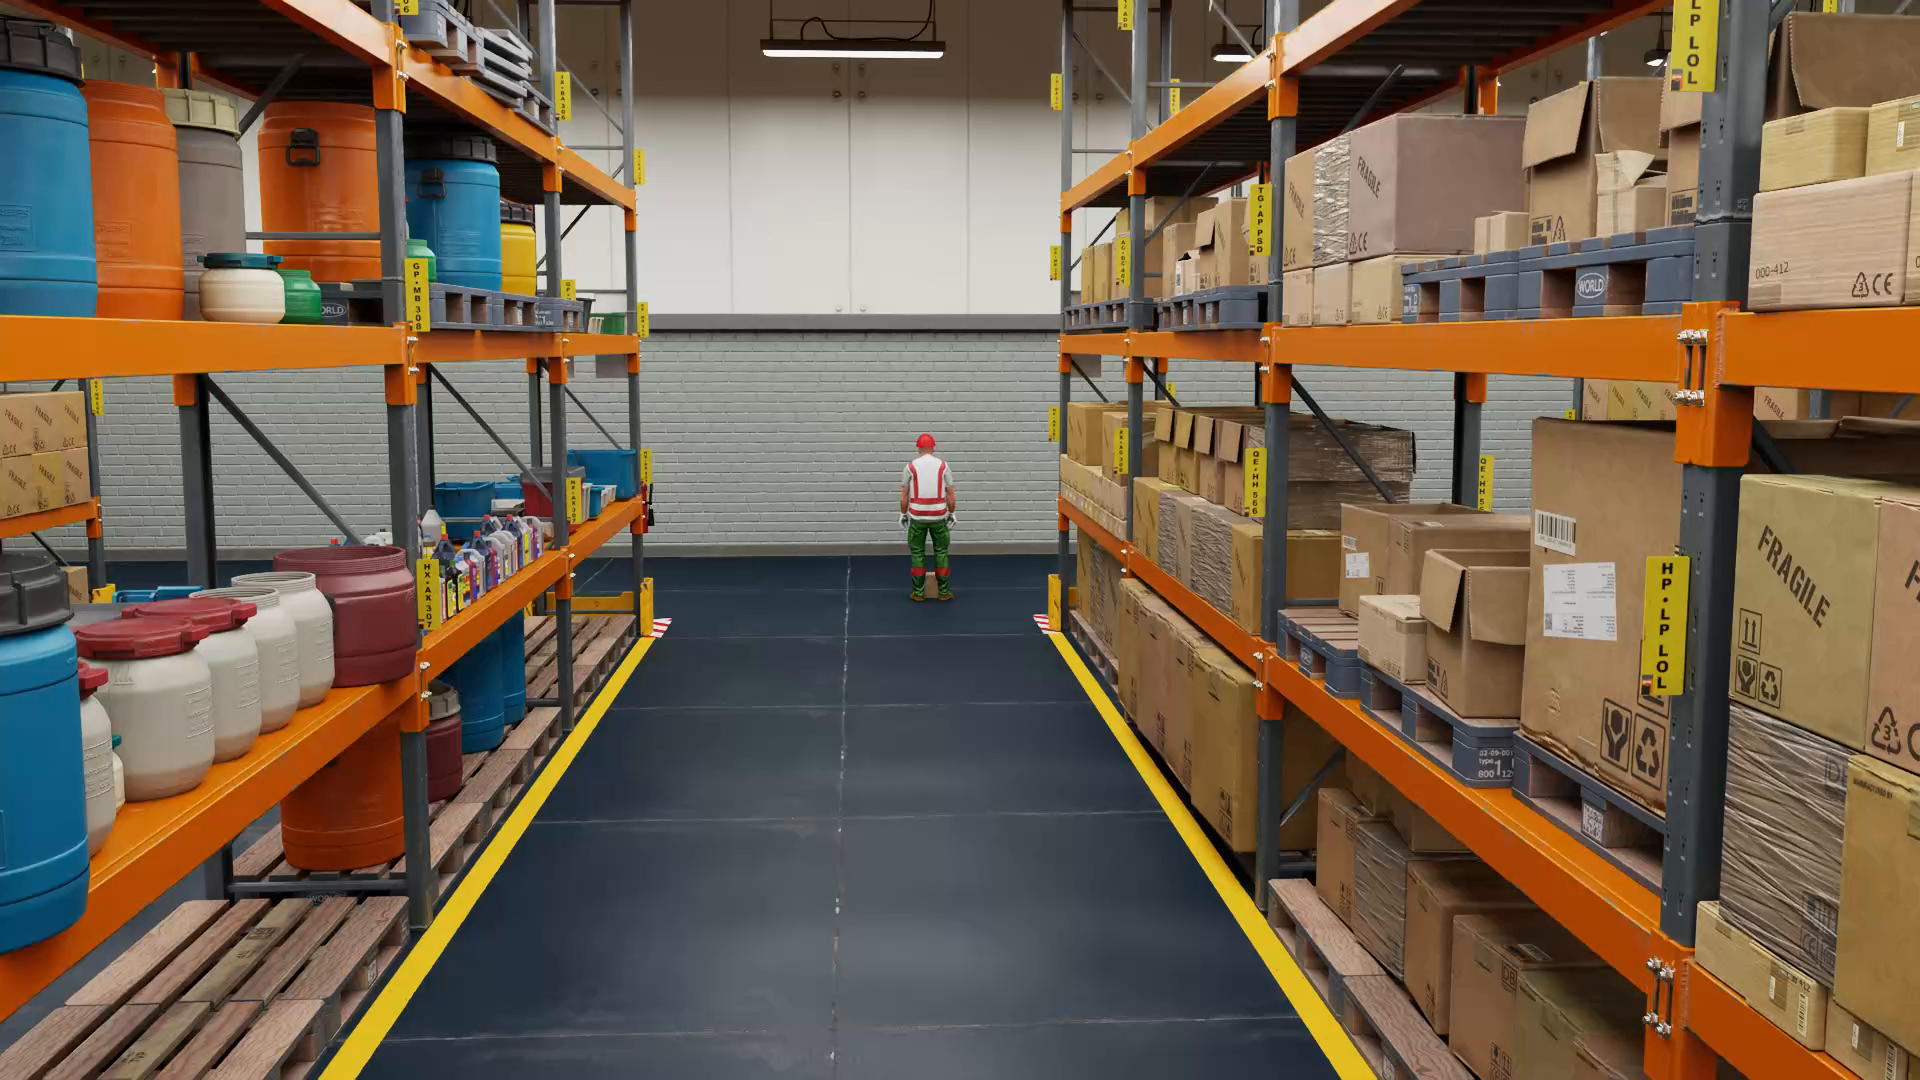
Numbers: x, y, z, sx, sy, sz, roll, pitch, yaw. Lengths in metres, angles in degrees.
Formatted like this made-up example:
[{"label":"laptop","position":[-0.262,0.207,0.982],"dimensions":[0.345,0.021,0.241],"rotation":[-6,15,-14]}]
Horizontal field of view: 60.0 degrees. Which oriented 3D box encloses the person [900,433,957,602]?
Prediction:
[{"label":"person","position":[-0.338,-0.242,17.710],"dimensions":[0.609,1.780,0.448],"rotation":[0,7,-3]}]
